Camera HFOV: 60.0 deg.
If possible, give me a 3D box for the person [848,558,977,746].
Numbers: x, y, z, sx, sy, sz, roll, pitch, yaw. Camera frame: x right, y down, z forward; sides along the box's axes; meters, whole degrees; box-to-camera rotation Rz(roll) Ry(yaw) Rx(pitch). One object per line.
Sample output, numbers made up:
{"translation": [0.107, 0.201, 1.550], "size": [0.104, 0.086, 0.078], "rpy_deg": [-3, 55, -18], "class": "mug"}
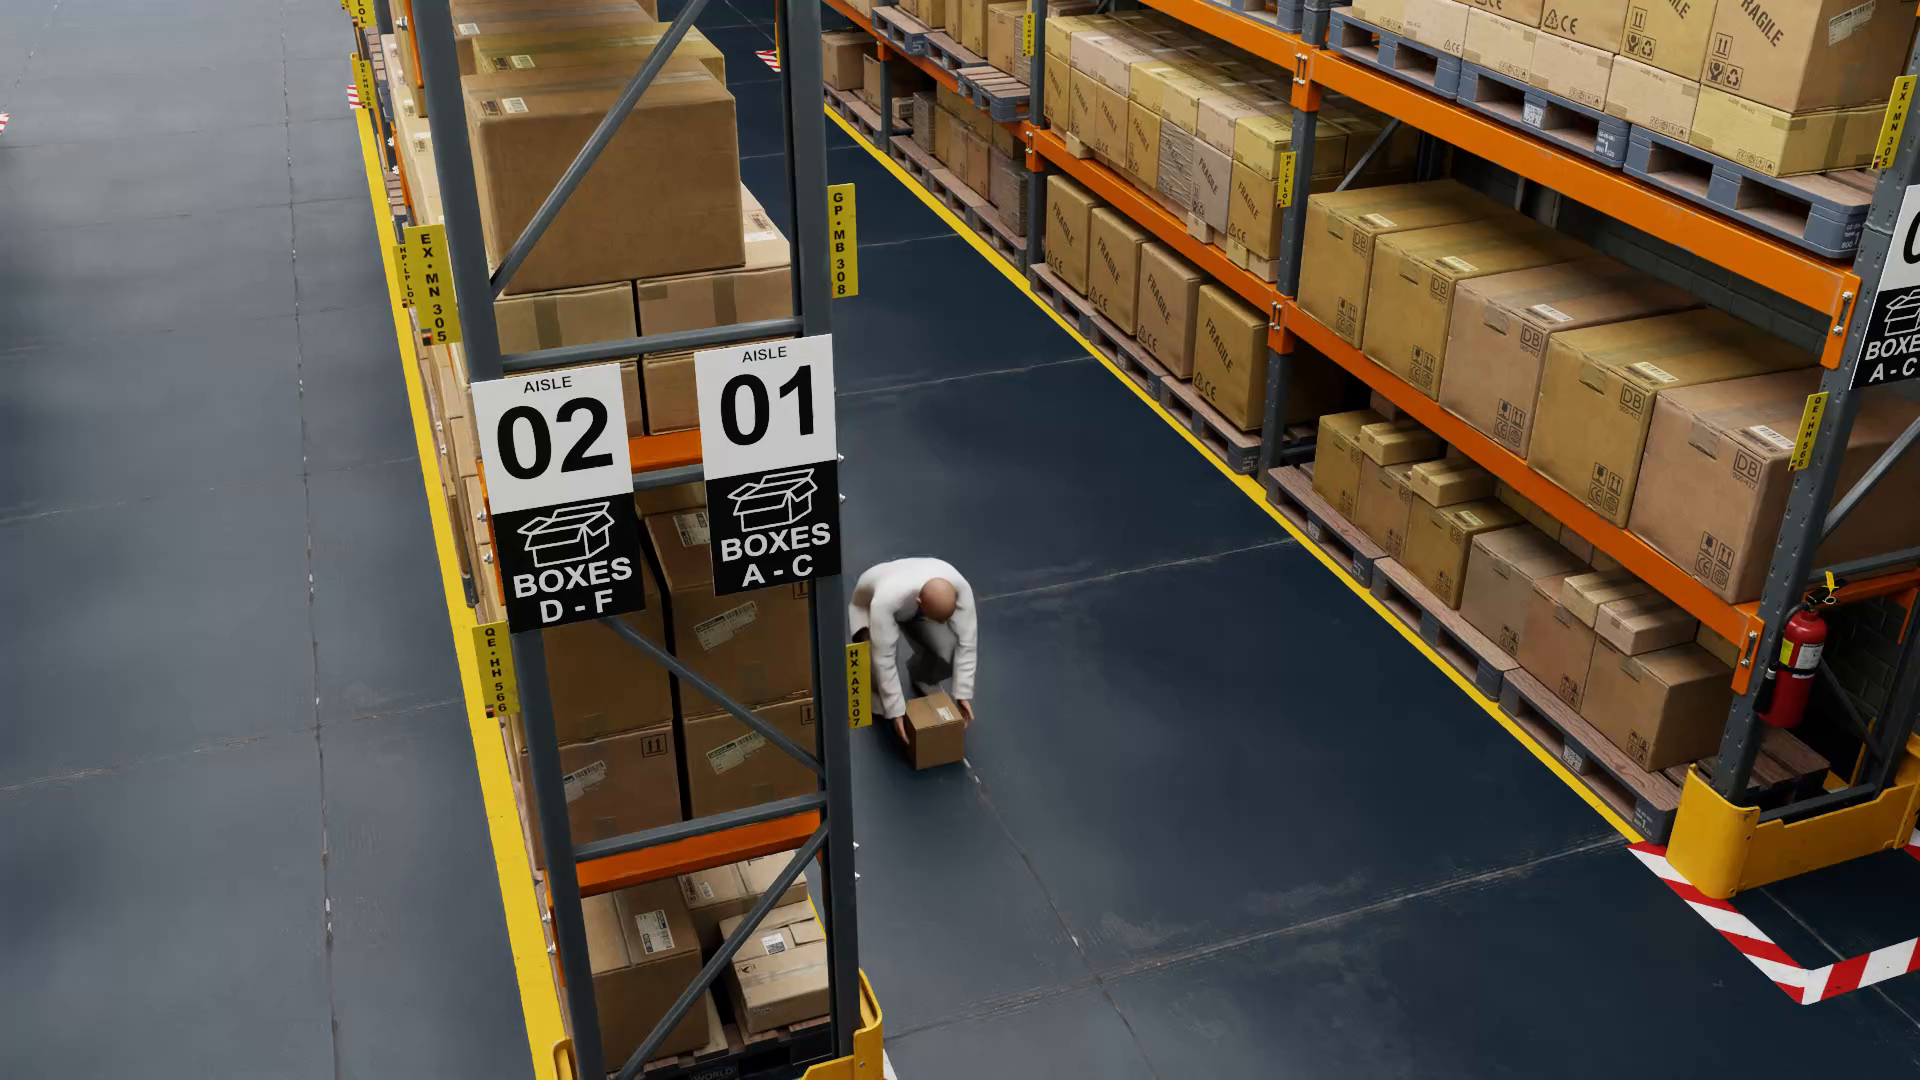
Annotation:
{"translation": [-0.243, 0.467, 8.386], "size": [0.609, 0.947, 0.911], "rpy_deg": [-9, 31, -15], "class": "person"}
